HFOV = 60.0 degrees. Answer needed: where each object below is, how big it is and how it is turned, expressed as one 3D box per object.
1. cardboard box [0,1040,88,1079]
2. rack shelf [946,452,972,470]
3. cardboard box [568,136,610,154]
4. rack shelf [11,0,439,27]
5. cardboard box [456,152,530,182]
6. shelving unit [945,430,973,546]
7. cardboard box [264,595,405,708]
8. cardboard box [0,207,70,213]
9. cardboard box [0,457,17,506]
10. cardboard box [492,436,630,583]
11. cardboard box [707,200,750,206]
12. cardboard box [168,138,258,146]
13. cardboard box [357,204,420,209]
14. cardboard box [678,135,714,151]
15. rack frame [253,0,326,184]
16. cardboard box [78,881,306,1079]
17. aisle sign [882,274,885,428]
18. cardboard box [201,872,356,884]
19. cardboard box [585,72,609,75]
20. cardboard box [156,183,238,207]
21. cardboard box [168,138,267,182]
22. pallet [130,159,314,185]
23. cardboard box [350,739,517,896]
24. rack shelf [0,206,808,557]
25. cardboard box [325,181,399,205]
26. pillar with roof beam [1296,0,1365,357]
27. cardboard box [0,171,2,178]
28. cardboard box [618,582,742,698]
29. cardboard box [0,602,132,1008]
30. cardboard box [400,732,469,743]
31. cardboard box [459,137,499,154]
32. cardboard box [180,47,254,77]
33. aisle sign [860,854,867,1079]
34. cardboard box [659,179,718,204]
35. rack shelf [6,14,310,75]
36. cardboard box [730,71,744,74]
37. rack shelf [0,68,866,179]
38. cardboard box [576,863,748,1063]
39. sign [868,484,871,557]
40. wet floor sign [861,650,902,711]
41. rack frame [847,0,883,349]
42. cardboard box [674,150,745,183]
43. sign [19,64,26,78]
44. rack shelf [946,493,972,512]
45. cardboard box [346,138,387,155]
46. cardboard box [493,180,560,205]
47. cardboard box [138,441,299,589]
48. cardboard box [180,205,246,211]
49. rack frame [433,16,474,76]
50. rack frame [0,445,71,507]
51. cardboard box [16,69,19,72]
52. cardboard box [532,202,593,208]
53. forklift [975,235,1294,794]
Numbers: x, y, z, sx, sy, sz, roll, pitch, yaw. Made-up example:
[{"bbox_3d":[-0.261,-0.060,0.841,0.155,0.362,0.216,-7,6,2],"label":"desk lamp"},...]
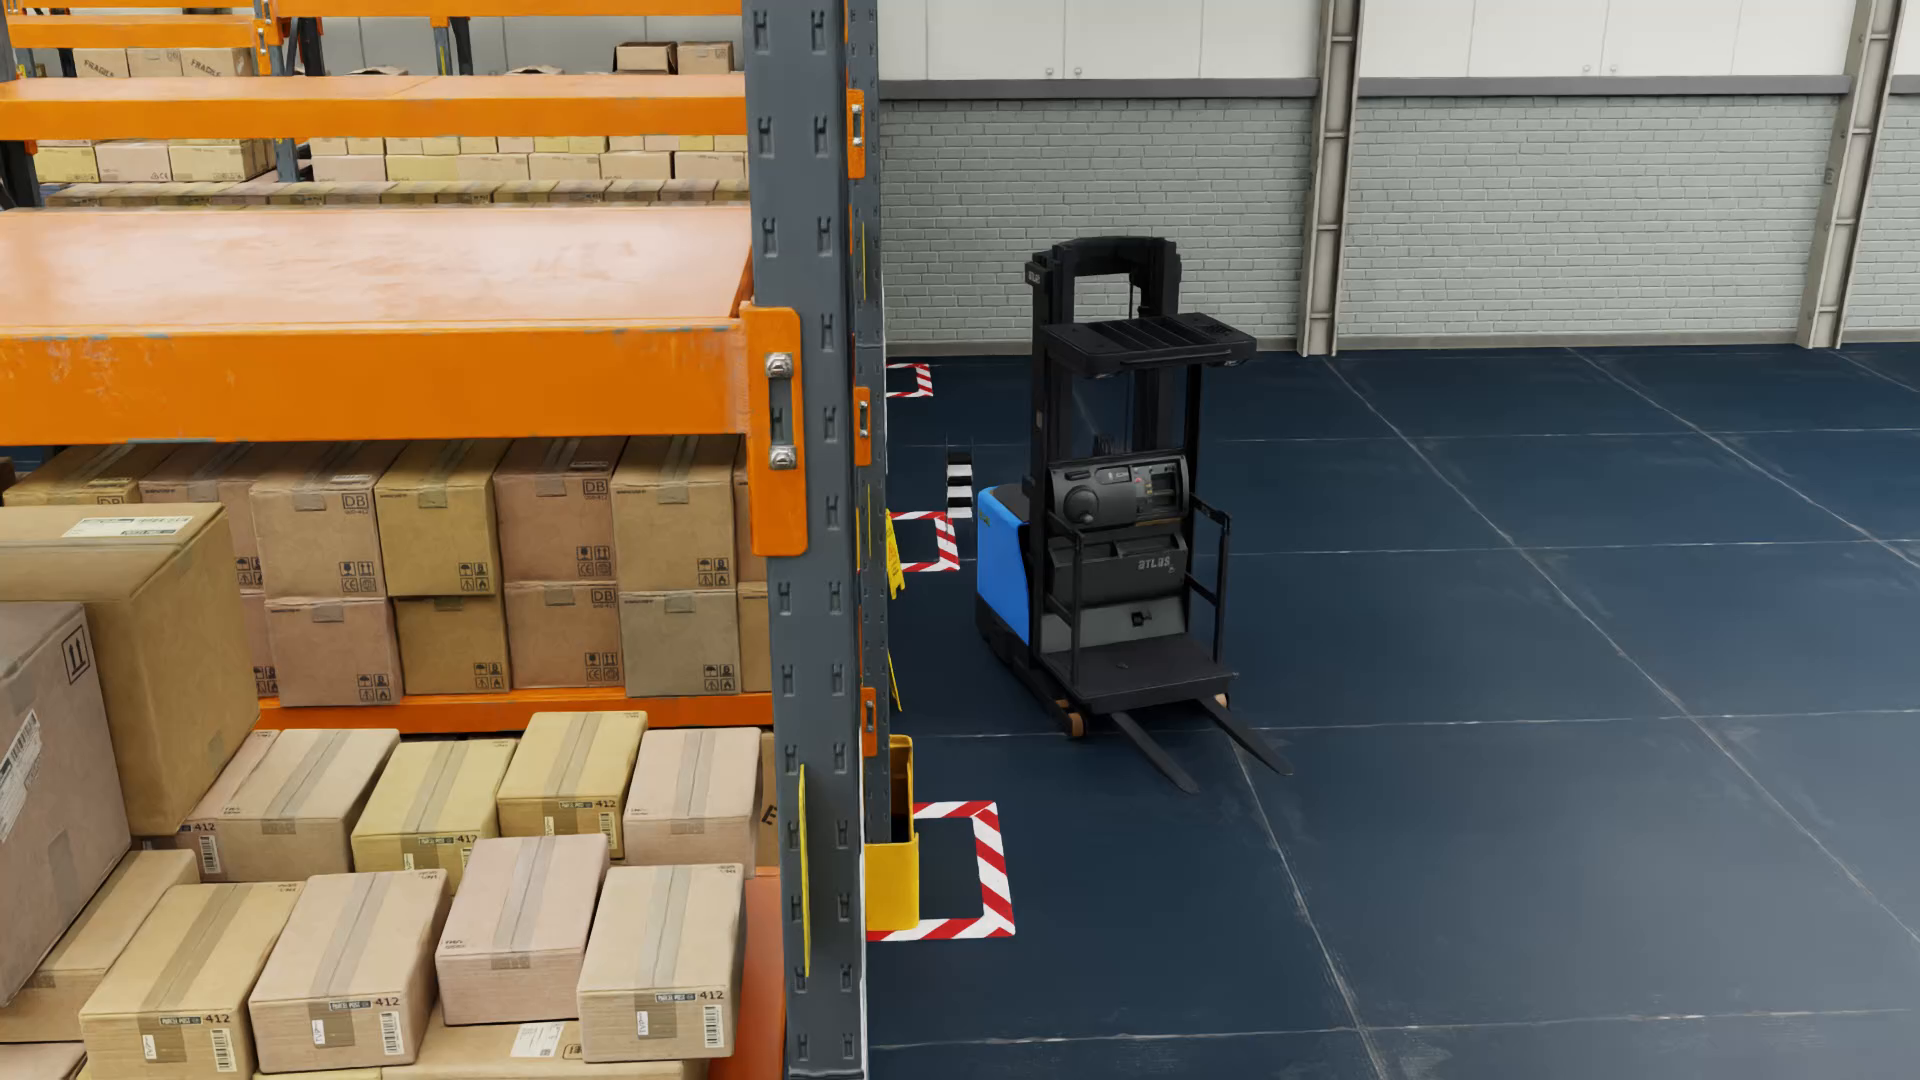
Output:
[{"bbox_3d":[-1.730,0.921,2.982,0.500,0.250,0.500,-1,21,-2],"label":"cardboard box"},{"bbox_3d":[-0.008,-0.642,13.376,0.200,0.077,0.258,-1,21,-3],"label":"rack shelf"},{"bbox_3d":[-2.669,-2.889,12.009,0.250,0.149,0.380,-1,21,-2],"label":"cardboard box"},{"bbox_3d":[-7.096,-5.308,16.489,4.000,0.370,1.077,-1,21,-3],"label":"rack shelf"},{"bbox_3d":[-3.342,-2.707,12.092,0.500,0.250,0.500,-1,21,-3],"label":"cardboard box"},{"bbox_3d":[-0.008,-0.420,13.460,0.210,0.900,0.258,-1,21,-3],"label":"shelving unit"},{"bbox_3d":[-2.968,0.381,8.194,0.550,0.550,0.875,-1,21,-3],"label":"cardboard box"},{"bbox_3d":[-4.046,-1.335,7.199,0.250,0.149,0.380,-1,21,-3],"label":"cardboard box"},{"bbox_3d":[-4.924,-0.051,7.992,0.500,0.500,0.700,-2,21,-4],"label":"cardboard box"},{"bbox_3d":[-1.919,-0.204,8.212,0.550,0.550,0.875,-1,21,-3],"label":"cardboard box"},{"bbox_3d":[-1.002,-1.398,7.363,0.250,0.149,0.380,-1,21,-3],"label":"cardboard box"},{"bbox_3d":[-5.384,-3.010,12.013,0.500,0.250,0.500,-1,21,-2],"label":"cardboard box"},{"bbox_3d":[-2.527,-1.366,7.280,0.250,0.149,0.380,-1,21,-3],"label":"cardboard box"},{"bbox_3d":[-1.909,-2.942,12.148,0.250,0.149,0.380,-1,21,-3],"label":"cardboard box"},{"bbox_3d":[-4.812,-4.109,11.766,0.127,3.000,1.000,-1,21,-3],"label":"rack frame"},{"bbox_3d":[-1.295,0.754,2.859,0.250,0.149,0.380,-1,21,-3],"label":"cardboard box"},{"bbox_3d":[-0.382,-0.953,8.255,0.004,0.787,0.394,-1,21,-3],"label":"aisle sign"},{"bbox_3d":[-1.263,0.733,3.475,0.500,0.250,0.500,-2,21,-4],"label":"cardboard box"},{"bbox_3d":[-3.600,-4.573,16.658,0.258,0.266,0.396,-2,21,-4],"label":"cardboard box"},{"bbox_3d":[-3.579,-1.579,7.840,0.250,0.149,0.380,-1,21,-3],"label":"cardboard box"},{"bbox_3d":[-5.387,-2.770,12.085,0.500,0.250,0.500,-2,21,-4],"label":"cardboard box"},{"bbox_3d":[-5.435,-2.644,12.399,1.003,0.211,1.213,-1,21,-3],"label":"pallet"},{"bbox_3d":[-1.051,0.559,3.371,0.250,0.149,0.380,-2,21,-4],"label":"cardboard box"},{"bbox_3d":[-2.250,-0.291,2.755,4.000,0.370,1.077,-1,21,-3],"label":"rack shelf"},{"bbox_3d":[-2.822,-1.595,7.880,0.250,0.149,0.380,-1,21,-4],"label":"cardboard box"},{"bbox_3d":[4.383,-4.852,13.717,0.400,9.000,9.100,-1,21,-3],"label":"pillar with roof beam"},{"bbox_3d":[-7.285,-2.715,12.176,0.637,0.503,0.797,-1,21,-3],"label":"cardboard box"},{"bbox_3d":[-1.351,0.342,8.295,0.550,0.550,0.875,-1,21,-3],"label":"cardboard box"},{"bbox_3d":[-1.786,0.434,2.788,0.500,0.500,0.500,-1,21,-3],"label":"cardboard box"},{"bbox_3d":[-2.897,1.240,8.543,0.875,0.875,0.875,-1,21,-3],"label":"cardboard box"},{"bbox_3d":[-3.449,-2.889,12.011,0.250,0.149,0.380,-2,21,-5],"label":"cardboard box"},{"bbox_3d":[-7.340,-4.627,16.472,0.500,0.500,0.500,-1,21,-2],"label":"cardboard box"},{"bbox_3d":[-0.174,1.024,3.061,0.004,0.787,0.394,-1,21,-3],"label":"aisle sign"},{"bbox_3d":[-1.292,-1.626,7.963,0.250,0.149,0.380,-1,21,-4],"label":"cardboard box"},{"bbox_3d":[-6.809,-3.545,11.858,4.000,0.370,1.077,-1,21,-3],"label":"rack shelf"},{"bbox_3d":[-2.169,-4.602,16.734,0.258,0.266,0.396,-1,21,-3],"label":"cardboard box"},{"bbox_3d":[-2.432,-1.870,7.458,4.000,0.370,1.077,-1,21,-3],"label":"rack shelf"},{"bbox_3d":[-0.513,0.732,2.916,0.250,0.149,0.380,-1,21,-3],"label":"cardboard box"},{"bbox_3d":[-0.418,-0.089,7.678,0.005,0.325,0.100,-1,21,-3],"label":"sign"},{"bbox_3d":[-0.520,0.766,10.701,0.232,0.644,0.267,-5,21,-12],"label":"wet floor sign"},{"bbox_3d":[-0.435,-2.434,7.366,0.127,3.000,1.000,-1,21,-3],"label":"rack frame"},{"bbox_3d":[-1.818,-2.746,12.195,0.500,0.250,0.500,-1,21,-4],"label":"cardboard box"},{"bbox_3d":[-9.064,-4.438,16.119,0.005,0.325,0.100,-1,21,-3],"label":"sign"},{"bbox_3d":[-0.008,-0.305,13.504,0.200,0.077,0.258,-1,21,-3],"label":"rack shelf"},{"bbox_3d":[-4.221,-2.868,11.956,0.250,0.149,0.380,-1,21,-1],"label":"cardboard box"},{"bbox_3d":[-2.056,-1.611,7.922,0.250,0.149,0.380,-1,21,-4],"label":"cardboard box"},{"bbox_3d":[-3.516,-0.171,8.127,0.550,0.550,0.875,-1,21,-3],"label":"cardboard box"},{"bbox_3d":[-3.285,-1.351,7.241,0.250,0.149,0.380,-1,21,-4],"label":"cardboard box"},{"bbox_3d":[-5.099,-5.872,16.397,0.127,3.000,1.000,-1,21,-3],"label":"rack frame"},{"bbox_3d":[-4.429,0.451,8.220,0.127,3.000,1.000,-1,21,-3],"label":"rack frame"},{"bbox_3d":[-9.419,-4.532,16.326,0.250,0.149,0.380,0,21,-1],"label":"cardboard box"},{"bbox_3d":[-1.765,-1.382,7.322,0.250,0.149,0.380,-1,21,-3],"label":"cardboard box"},{"bbox_3d":[1.082,-0.295,10.276,1.130,2.935,3.031,-7,22,-18],"label":"forklift"}]
